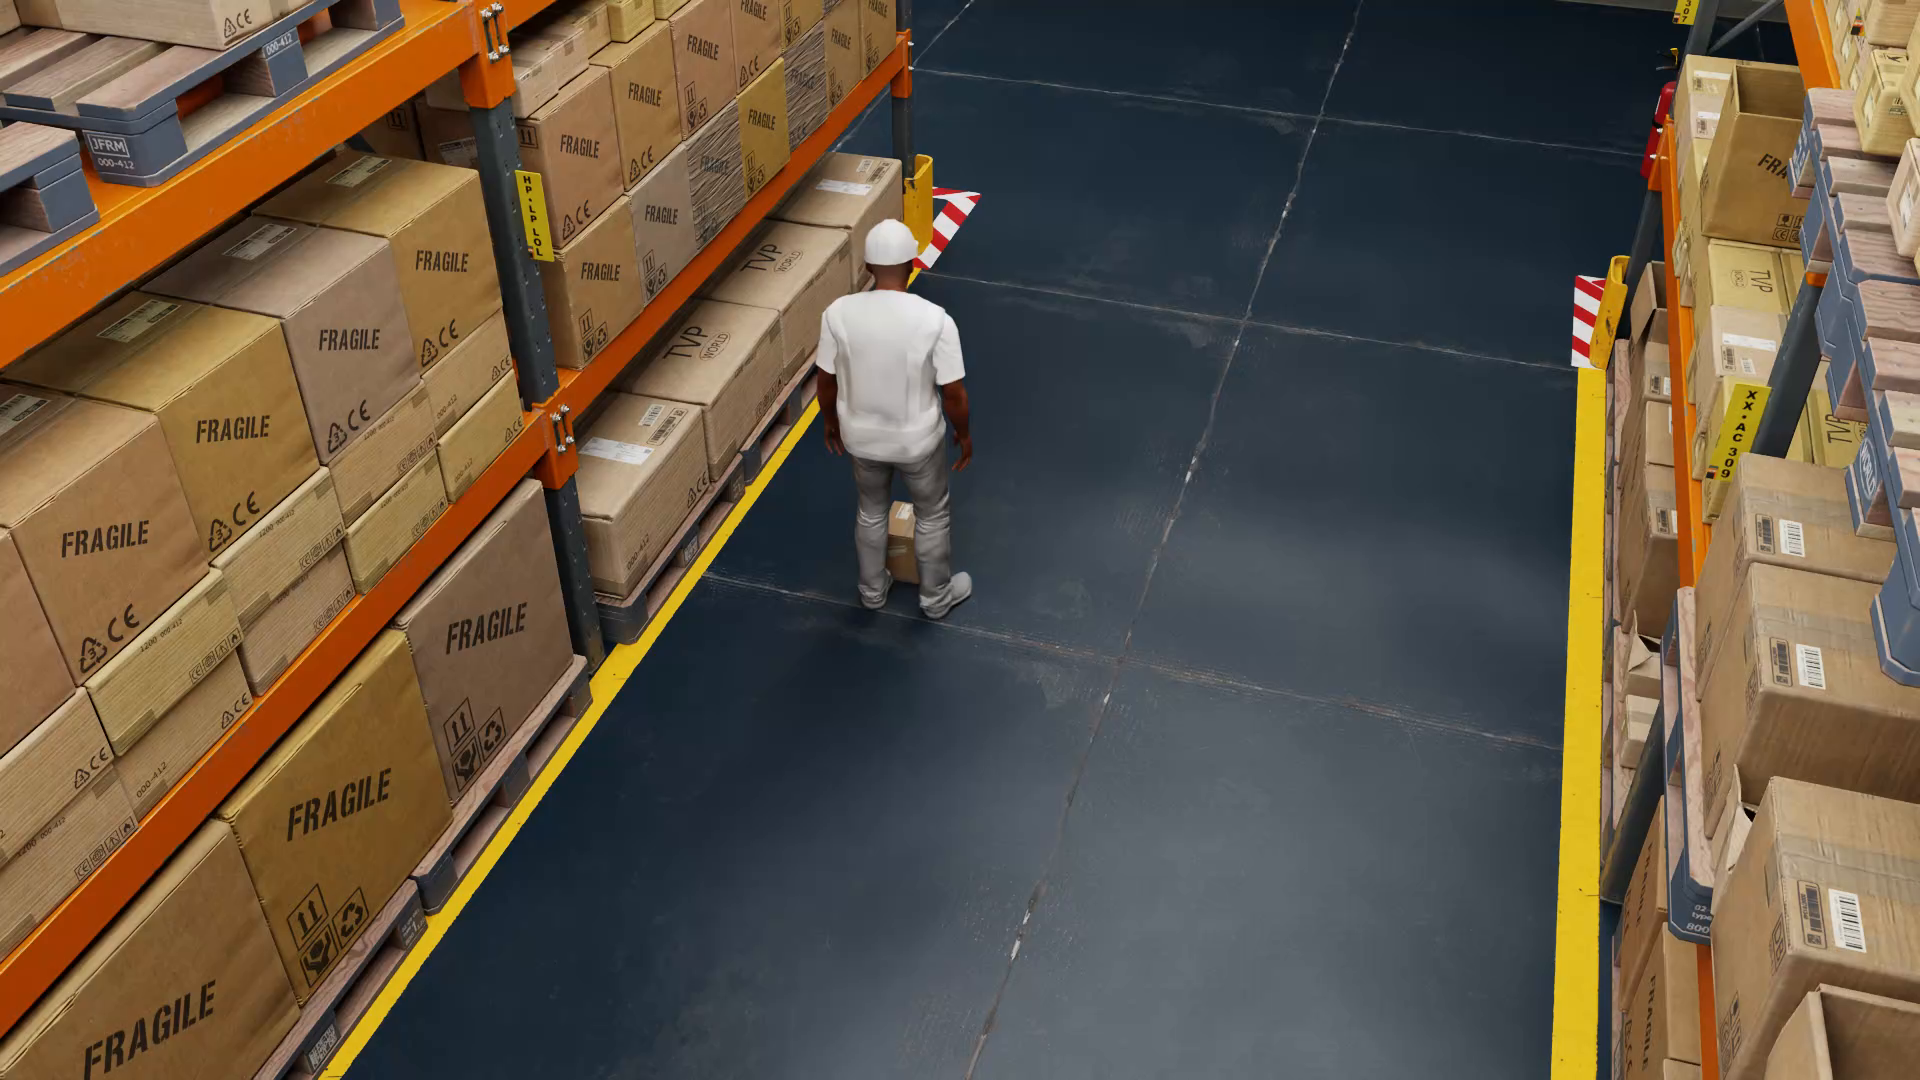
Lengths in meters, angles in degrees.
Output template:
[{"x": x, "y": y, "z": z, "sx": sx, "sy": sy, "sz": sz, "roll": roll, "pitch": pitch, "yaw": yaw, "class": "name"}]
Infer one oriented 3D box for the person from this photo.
[{"x": -0.256, "y": -0.454, "z": 6.743, "sx": 0.628, "sy": 1.759, "sz": 0.461, "roll": 9, "pitch": 38, "yaw": 11, "class": "person"}]
